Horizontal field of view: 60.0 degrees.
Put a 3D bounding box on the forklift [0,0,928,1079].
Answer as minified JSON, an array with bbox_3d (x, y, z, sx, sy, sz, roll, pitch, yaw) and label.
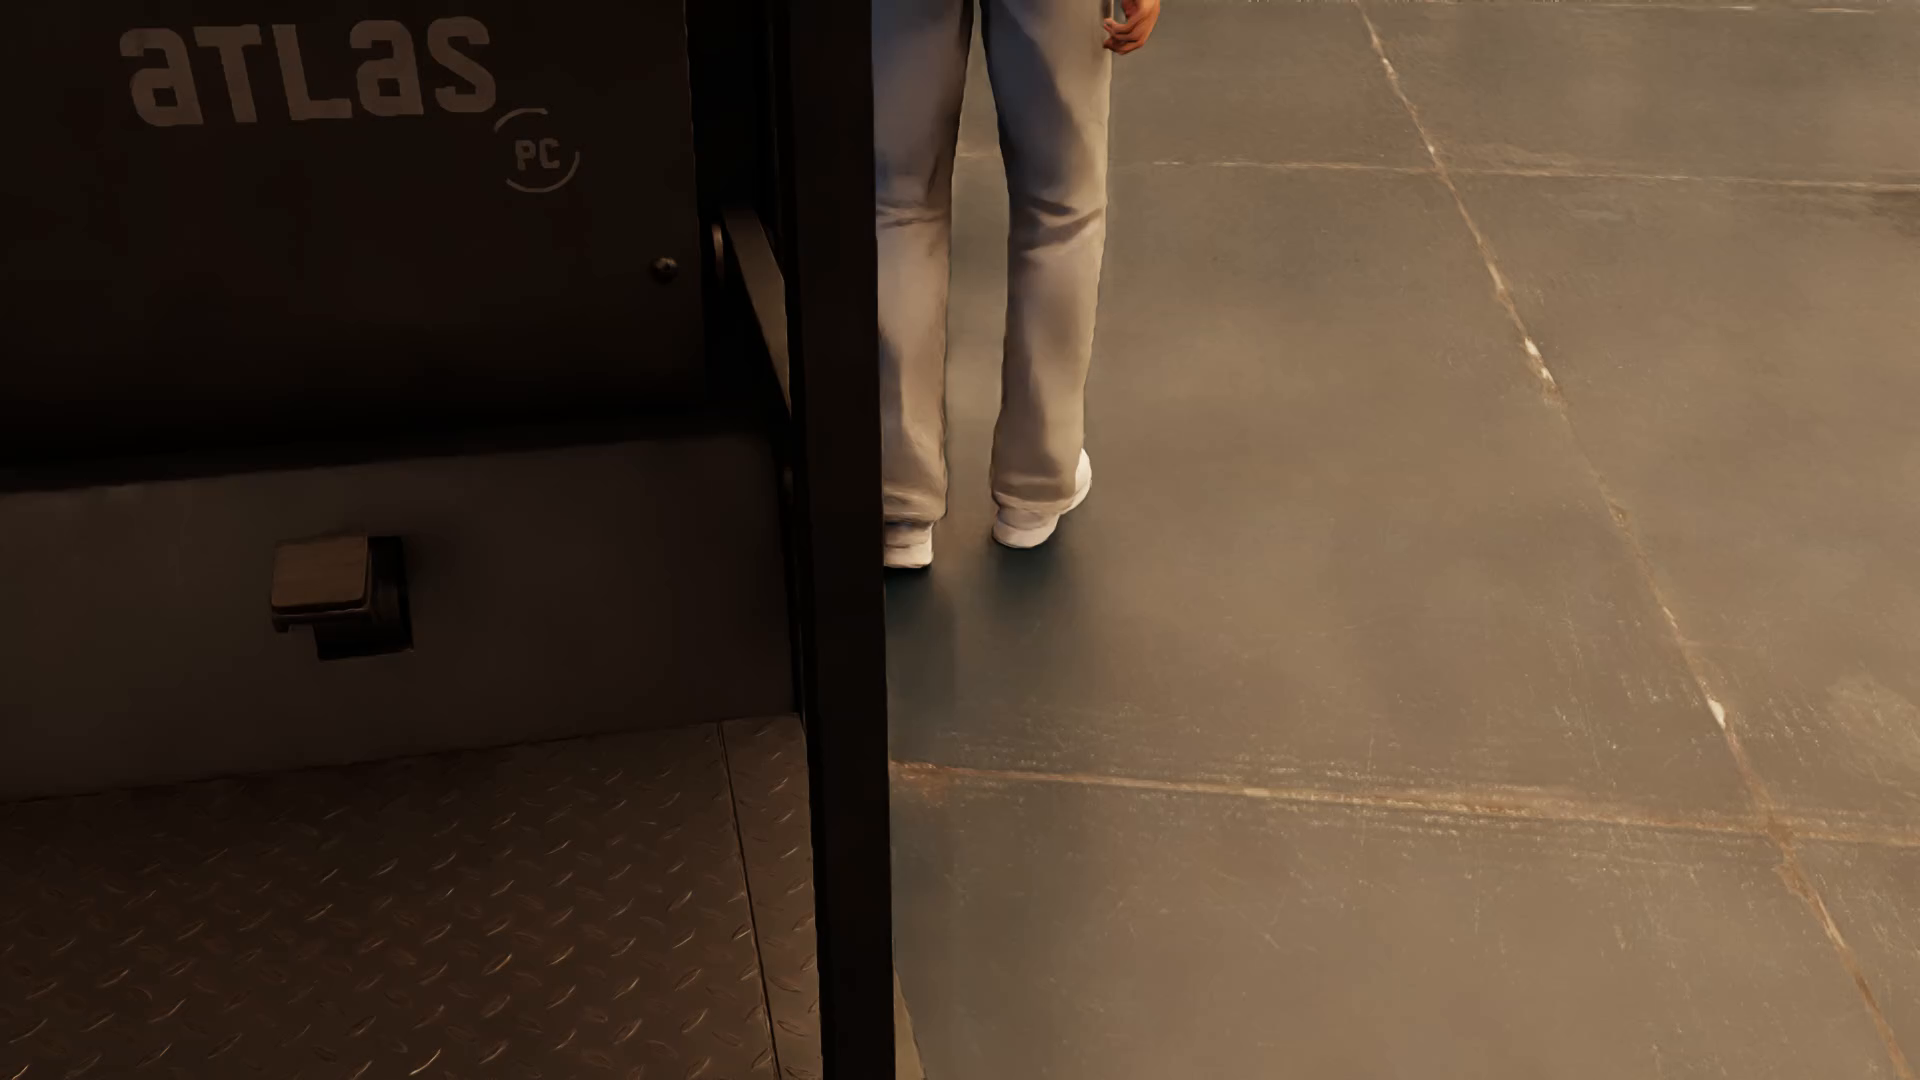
[{"bbox_3d":[-0.600,-0.707,0.633,1.130,2.935,3.031,-6,27,-11],"label":"forklift"}]

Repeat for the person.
[{"bbox_3d":[-0.007,-0.770,2.198,0.545,1.668,0.398,2,27,3],"label":"person"}]
